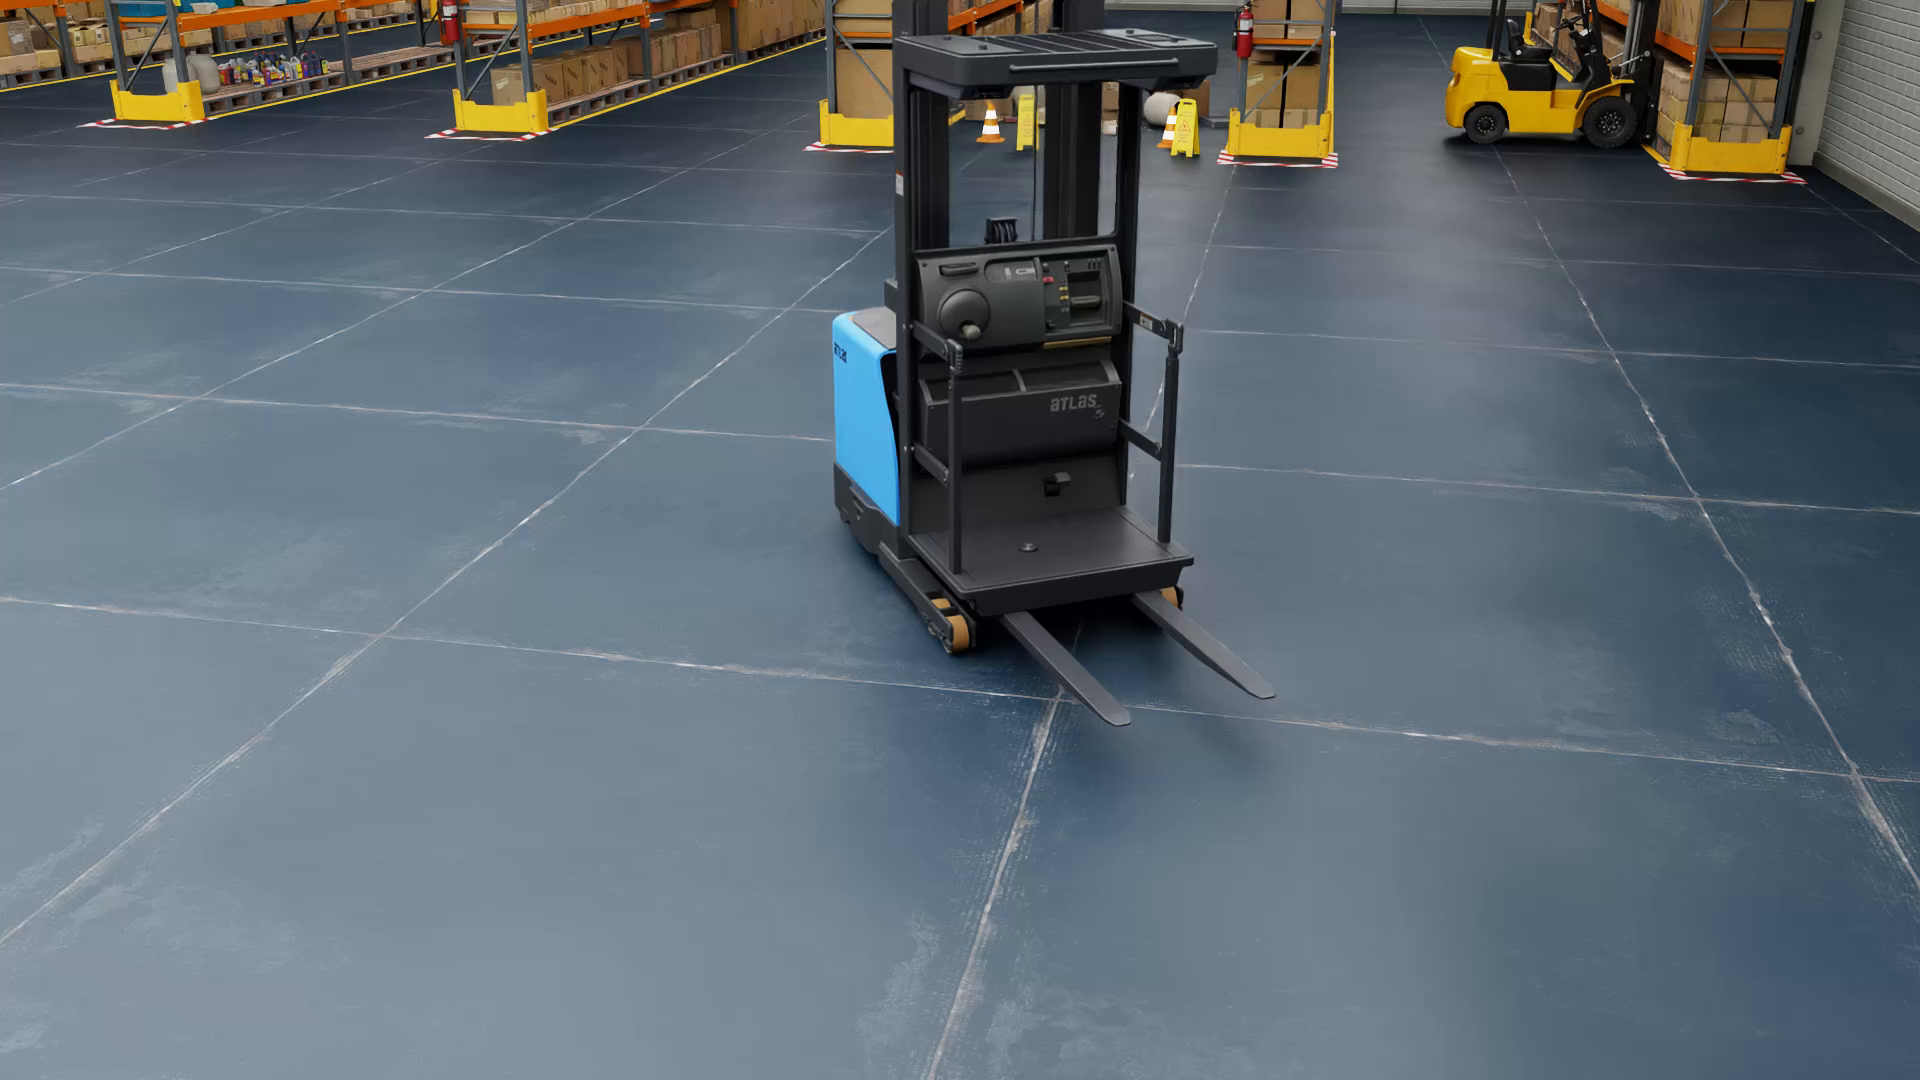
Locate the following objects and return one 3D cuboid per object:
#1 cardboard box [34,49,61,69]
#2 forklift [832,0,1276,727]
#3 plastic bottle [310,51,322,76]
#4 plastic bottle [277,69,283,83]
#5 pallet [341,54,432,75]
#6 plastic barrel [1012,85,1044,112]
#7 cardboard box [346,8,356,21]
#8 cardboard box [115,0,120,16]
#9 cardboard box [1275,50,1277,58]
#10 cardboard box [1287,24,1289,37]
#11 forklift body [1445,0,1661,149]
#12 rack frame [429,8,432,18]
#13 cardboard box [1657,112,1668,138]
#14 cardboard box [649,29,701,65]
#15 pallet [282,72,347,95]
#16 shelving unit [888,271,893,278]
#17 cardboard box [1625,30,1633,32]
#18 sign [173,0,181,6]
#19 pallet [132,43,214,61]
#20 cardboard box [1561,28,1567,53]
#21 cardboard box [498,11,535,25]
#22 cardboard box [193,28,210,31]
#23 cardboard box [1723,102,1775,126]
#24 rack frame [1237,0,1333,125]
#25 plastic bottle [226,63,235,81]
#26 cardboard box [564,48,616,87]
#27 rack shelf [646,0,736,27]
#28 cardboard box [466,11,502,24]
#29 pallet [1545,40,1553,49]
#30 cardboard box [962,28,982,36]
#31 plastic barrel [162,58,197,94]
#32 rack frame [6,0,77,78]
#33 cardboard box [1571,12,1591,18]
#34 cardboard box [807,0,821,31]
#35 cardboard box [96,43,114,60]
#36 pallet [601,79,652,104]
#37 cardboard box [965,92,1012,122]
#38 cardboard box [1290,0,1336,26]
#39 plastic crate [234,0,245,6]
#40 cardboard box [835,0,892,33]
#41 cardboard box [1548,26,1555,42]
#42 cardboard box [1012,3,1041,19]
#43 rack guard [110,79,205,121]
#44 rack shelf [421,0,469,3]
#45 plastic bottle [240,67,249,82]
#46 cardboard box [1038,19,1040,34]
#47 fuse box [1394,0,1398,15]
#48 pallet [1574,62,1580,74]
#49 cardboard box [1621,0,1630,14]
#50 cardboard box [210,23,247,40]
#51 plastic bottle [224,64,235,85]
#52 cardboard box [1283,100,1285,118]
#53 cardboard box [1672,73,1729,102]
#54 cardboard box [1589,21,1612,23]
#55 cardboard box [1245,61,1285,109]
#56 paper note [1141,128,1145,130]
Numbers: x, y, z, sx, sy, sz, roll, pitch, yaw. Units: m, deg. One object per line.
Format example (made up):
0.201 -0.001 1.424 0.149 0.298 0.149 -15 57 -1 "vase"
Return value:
-14.710 -7.647 26.443 0.500 0.250 0.500 4 22 11 "cardboard box"
0.346 -1.047 7.030 1.130 2.935 3.031 -8 23 -19 "forklift"
-9.831 -7.252 25.303 0.144 0.351 0.185 4 22 9 "plastic bottle"
-10.012 -6.815 24.417 0.097 0.201 0.097 0 22 0 "plastic bottle"
-9.612 -7.979 27.882 1.003 0.211 1.213 4 22 11 "pallet"
0.973 -6.015 22.722 0.421 0.421 0.512 -16 27 -35 "plastic barrel"
-12.900 -10.933 34.495 0.500 0.311 0.500 4 22 11 "cardboard box"
-17.795 -11.517 35.718 0.700 0.500 0.500 5 22 12 "cardboard box"
3.724 -6.051 20.609 0.380 0.149 0.250 5 22 12 "cardboard box"
4.062 -6.024 19.632 0.380 0.149 0.250 5 22 12 "cardboard box"
7.214 -6.001 20.374 2.313 2.155 1.214 4 22 11 "forklift body"
-12.381 -13.302 37.367 1.000 3.000 0.127 4 22 11 "rack frame"
8.510 -4.858 19.519 0.500 0.250 0.500 4 22 11 "cardboard box"
-4.643 -8.006 26.975 0.700 0.500 0.500 6 23 15 "cardboard box"
-10.159 -6.999 25.448 1.003 0.211 1.213 4 22 11 "pallet"
-0.139 -0.887 8.951 0.258 1.200 0.503 13 25 29 "shelving unit"
10.657 -7.991 26.094 0.380 0.149 0.250 6 23 14 "cardboard box"
-10.260 -7.157 21.737 0.100 0.325 0.005 4 22 11 "sign"
-14.220 -8.785 29.884 1.003 0.211 1.213 4 22 11 "pallet"
10.643 -8.630 28.551 0.500 0.500 0.500 4 22 10 "cardboard box"
-5.657 -6.664 21.220 0.380 0.149 0.250 4 22 11 "cardboard box"
-13.879 -9.346 29.911 0.500 0.311 0.500 5 22 12 "cardboard box"
8.912 -4.869 18.877 0.500 0.250 0.500 5 22 12 "cardboard box"
3.753 -5.939 19.084 1.000 3.000 0.127 4 22 11 "rack frame"
-10.745 -6.858 24.424 0.152 0.276 0.135 4 22 9 "plastic bottle"
-5.363 -6.839 24.103 0.500 0.500 0.500 12 25 28 "cardboard box"
-4.725 -8.555 26.543 1.077 0.370 4.000 4 22 11 "rack shelf"
-6.093 -6.698 21.305 0.380 0.149 0.250 4 22 11 "cardboard box"
11.202 -8.908 30.189 1.003 0.211 1.213 4 22 11 "pallet"
-0.259 -7.127 24.484 1.050 0.750 0.750 4 22 11 "cardboard box"
-10.738 -6.359 22.896 0.421 0.512 0.421 0 22 0 "plastic barrel"
-14.830 -8.914 26.470 1.000 3.000 0.127 4 22 11 "rack frame"
10.706 -8.974 28.535 0.380 0.149 0.250 3 22 8 "cardboard box"
-3.287 -10.527 32.759 0.875 0.875 0.875 4 22 11 "cardboard box"
-14.399 -8.148 27.689 0.500 0.250 0.500 5 22 12 "cardboard box"
-5.235 -6.615 24.496 1.003 0.211 1.213 4 22 11 "pallet"
0.390 -5.938 22.424 0.500 0.500 0.500 8 23 20 "cardboard box"
4.121 -6.275 19.387 0.500 0.500 0.500 4 22 10 "cardboard box"
-10.535 -7.961 24.390 0.450 0.188 0.662 4 22 11 "plastic crate"
-1.083 -6.488 20.247 0.875 0.550 0.550 4 22 11 "cardboard box"
10.960 -9.234 30.363 0.396 0.266 0.258 5 23 13 "cardboard box"
1.113 -9.187 28.930 0.500 0.250 0.500 5 22 11 "cardboard box"
-10.828 -5.944 22.442 1.175 0.500 0.348 4 22 11 "rack guard"
-8.757 -10.395 31.112 1.077 0.370 4.000 4 22 11 "rack shelf"
-10.588 -6.891 24.606 0.097 0.201 0.097 0 22 0 "plastic bottle"
1.112 -8.852 29.101 0.500 0.500 0.500 4 22 10 "cardboard box"
10.172 -13.043 38.449 0.539 1.711 0.414 4 22 11 "fuse box"
10.434 -7.464 26.604 1.003 0.211 1.213 4 22 11 "pallet"
9.373 -7.343 22.773 0.500 0.250 0.500 4 22 11 "cardboard box"
-13.641 -9.566 30.847 0.500 0.500 0.500 5 23 13 "cardboard box"
-10.669 -6.803 24.277 0.061 0.283 0.133 4 22 11 "plastic bottle"
4.398 -5.519 21.159 0.500 0.250 0.500 6 23 15 "cardboard box"
8.401 -5.137 18.873 0.500 0.250 0.500 5 23 13 "cardboard box"
10.318 -8.312 26.892 0.380 0.149 0.250 5 22 12 "cardboard box"
3.661 -5.519 20.156 0.500 0.500 0.500 5 22 11 "cardboard box"
2.317 -5.353 21.619 0.148 0.019 0.142 13 25 29 "paper note"
